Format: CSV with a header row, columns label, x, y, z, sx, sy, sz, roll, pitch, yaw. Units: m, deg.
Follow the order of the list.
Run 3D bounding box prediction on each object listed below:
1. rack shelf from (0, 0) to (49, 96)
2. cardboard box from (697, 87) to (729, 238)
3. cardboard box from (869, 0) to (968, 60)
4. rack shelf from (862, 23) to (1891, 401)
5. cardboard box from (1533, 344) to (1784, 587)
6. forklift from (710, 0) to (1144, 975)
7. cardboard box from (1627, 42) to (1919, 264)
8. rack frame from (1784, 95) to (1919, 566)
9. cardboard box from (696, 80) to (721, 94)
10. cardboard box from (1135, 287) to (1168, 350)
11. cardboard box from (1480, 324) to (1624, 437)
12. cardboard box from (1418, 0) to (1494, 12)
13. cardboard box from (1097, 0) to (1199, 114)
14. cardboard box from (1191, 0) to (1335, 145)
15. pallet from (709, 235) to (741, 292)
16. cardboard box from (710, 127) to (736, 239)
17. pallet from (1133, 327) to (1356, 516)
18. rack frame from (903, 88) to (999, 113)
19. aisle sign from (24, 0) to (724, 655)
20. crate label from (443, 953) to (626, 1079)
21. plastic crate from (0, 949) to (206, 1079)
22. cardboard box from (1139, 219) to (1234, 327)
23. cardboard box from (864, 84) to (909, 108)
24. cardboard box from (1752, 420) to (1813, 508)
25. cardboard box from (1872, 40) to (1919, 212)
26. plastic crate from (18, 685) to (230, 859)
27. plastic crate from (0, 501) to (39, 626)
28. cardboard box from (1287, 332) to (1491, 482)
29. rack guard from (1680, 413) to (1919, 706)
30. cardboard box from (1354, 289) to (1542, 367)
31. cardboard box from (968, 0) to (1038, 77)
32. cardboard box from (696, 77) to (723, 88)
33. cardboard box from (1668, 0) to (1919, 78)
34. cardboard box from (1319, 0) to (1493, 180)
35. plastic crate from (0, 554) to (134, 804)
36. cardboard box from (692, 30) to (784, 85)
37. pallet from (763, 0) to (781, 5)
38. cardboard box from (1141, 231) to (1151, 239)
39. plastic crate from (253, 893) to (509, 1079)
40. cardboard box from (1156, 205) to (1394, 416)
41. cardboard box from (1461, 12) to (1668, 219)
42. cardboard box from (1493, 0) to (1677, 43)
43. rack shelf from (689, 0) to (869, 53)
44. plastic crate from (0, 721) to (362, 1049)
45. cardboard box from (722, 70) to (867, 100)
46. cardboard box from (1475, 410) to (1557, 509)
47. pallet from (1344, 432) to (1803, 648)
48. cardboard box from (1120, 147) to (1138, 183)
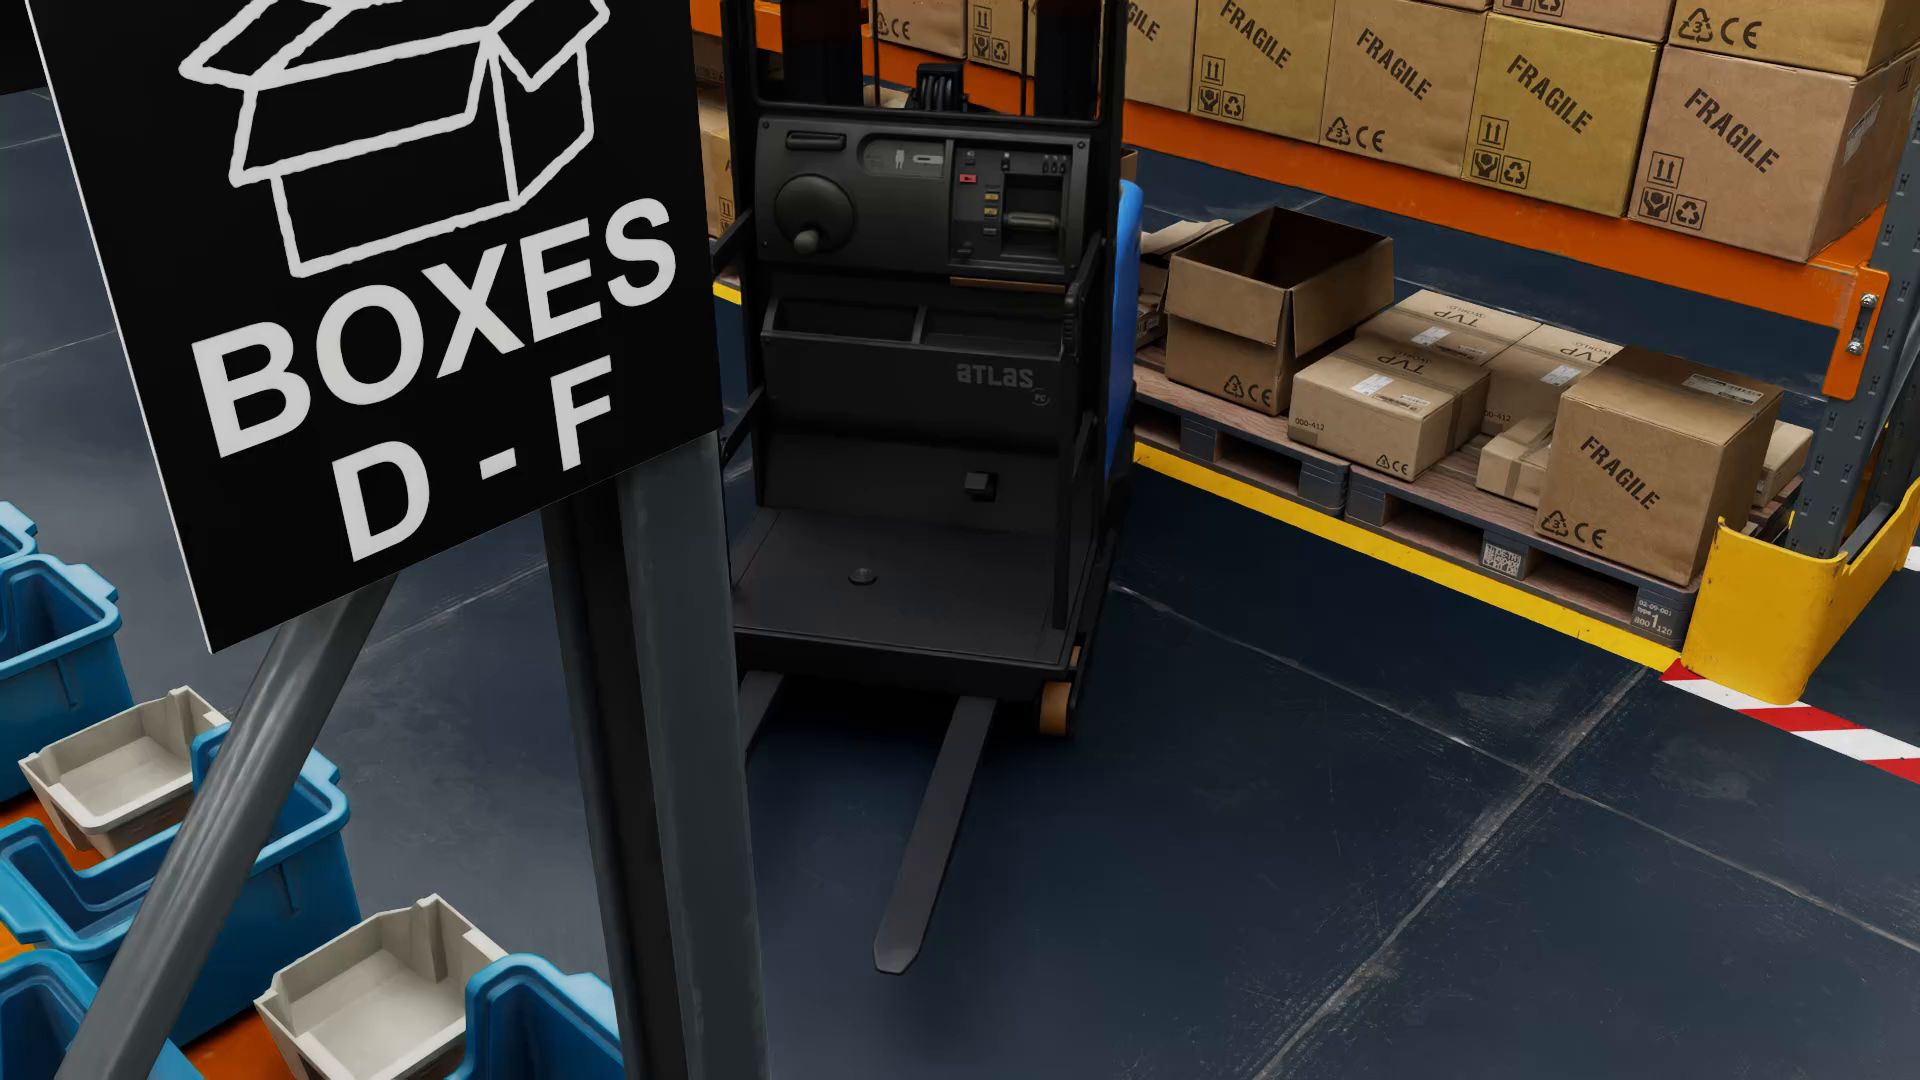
label,x,y,z,sx,sy,sz,roll,pitch,yaw
rack shelf,-2.042,-0.813,1.981,4.000,0.370,1.077,25,39,35
cardboard box,-1.118,-1.774,7.786,0.500,0.500,0.500,25,39,35
cardboard box,-0.004,-2.183,6.371,0.500,0.500,0.500,26,40,36
rack shelf,1.284,-1.421,5.899,4.000,0.370,1.077,25,39,35
cardboard box,2.199,-0.248,5.251,0.500,0.500,0.500,25,39,35
forklift,-0.152,-0.896,4.396,1.130,2.935,3.031,6,32,10
cardboard box,2.252,-1.130,4.622,0.500,0.500,0.500,26,40,36
rack frame,2.767,-1.037,4.564,0.127,3.000,1.000,25,39,35
cardboard box,-1.489,-1.948,8.074,0.500,0.500,0.500,26,39,36
cardboard box,0.615,-0.872,6.611,0.250,0.166,0.380,25,39,35
cardboard box,2.184,-0.517,5.939,0.500,0.250,0.500,25,39,35
cardboard box,1.490,-1.909,4.946,0.500,0.500,0.500,26,40,36
cardboard box,0.748,-1.833,5.790,0.500,0.500,0.500,25,39,35
cardboard box,1.126,-1.658,5.498,0.500,0.500,0.500,24,39,34
pallet,-0.827,-1.493,8.026,1.213,0.211,1.003,25,39,35
cardboard box,-0.757,-1.600,7.496,0.500,0.500,0.500,25,39,35
pallet,1.219,-0.566,6.486,1.213,0.211,1.003,25,39,35
rack frame,-0.199,-2.421,6.863,0.127,3.000,1.000,25,39,35
aisle sign,-0.307,-0.346,0.896,0.004,0.787,0.394,25,39,35
crate label,-0.522,0.691,1.798,0.303,0.233,0.416,25,39,35
plastic crate,-0.933,0.771,1.469,0.499,0.435,0.616,25,39,35
cardboard box,0.970,-1.109,6.865,0.500,0.311,0.500,25,39,35
cardboard box,-0.394,-1.799,7.827,0.500,0.500,0.500,23,38,33
cardboard box,2.687,-0.280,5.644,0.250,0.149,0.380,25,39,35
cardboard box,2.615,-1.334,4.960,0.500,0.500,0.500,26,40,36
plastic crate,-1.207,0.355,2.450,0.298,0.136,0.250,25,39,35
plastic crate,-1.720,0.131,2.728,0.300,0.233,0.416,25,39,35
cardboard box,1.514,-0.481,5.881,0.500,0.250,0.500,25,39,35
rack guard,2.711,0.008,5.252,0.348,0.500,1.175,25,39,35
cardboard box,1.813,-0.690,6.227,0.500,0.250,0.500,25,39,35
cardboard box,0.378,-2.007,6.079,0.500,0.500,0.500,26,40,36
cardboard box,-1.162,-2.155,8.419,0.500,0.500,0.500,26,39,36
cardboard box,2.253,-1.557,4.361,0.500,0.500,0.500,25,39,35
cardboard box,1.499,-1.483,5.209,0.500,0.500,0.500,25,39,35
plastic crate,-1.498,0.235,2.555,0.300,0.233,0.416,25,39,35
cardboard box,-1.135,-2.466,8.209,0.500,0.250,0.500,25,39,35
pallet,-0.718,-2.657,7.441,1.213,0.211,1.003,25,39,35
cardboard box,0.732,-1.192,7.160,0.250,0.149,0.380,25,39,35
plastic crate,-0.704,0.590,2.060,0.298,0.136,0.250,25,39,35
cardboard box,1.198,-0.892,6.317,0.637,0.503,0.797,25,39,35
cardboard box,1.865,-1.309,4.918,0.500,0.500,0.500,25,39,35
cardboard box,1.877,-1.731,4.651,0.500,0.500,0.500,26,40,36
rack shelf,-1.681,-2.805,8.198,4.000,0.370,1.077,25,39,35
plastic crate,-1.010,0.463,2.176,0.300,0.233,0.416,25,39,35
cardboard box,-0.797,-1.979,8.127,0.500,0.500,0.500,26,39,36
cardboard box,1.959,-0.280,5.627,0.250,0.166,0.380,25,39,35
pallet,2.119,-0.144,5.784,1.213,0.211,1.003,25,39,35
cardboard box,0.414,-1.450,7.247,0.500,0.500,0.500,25,39,35
